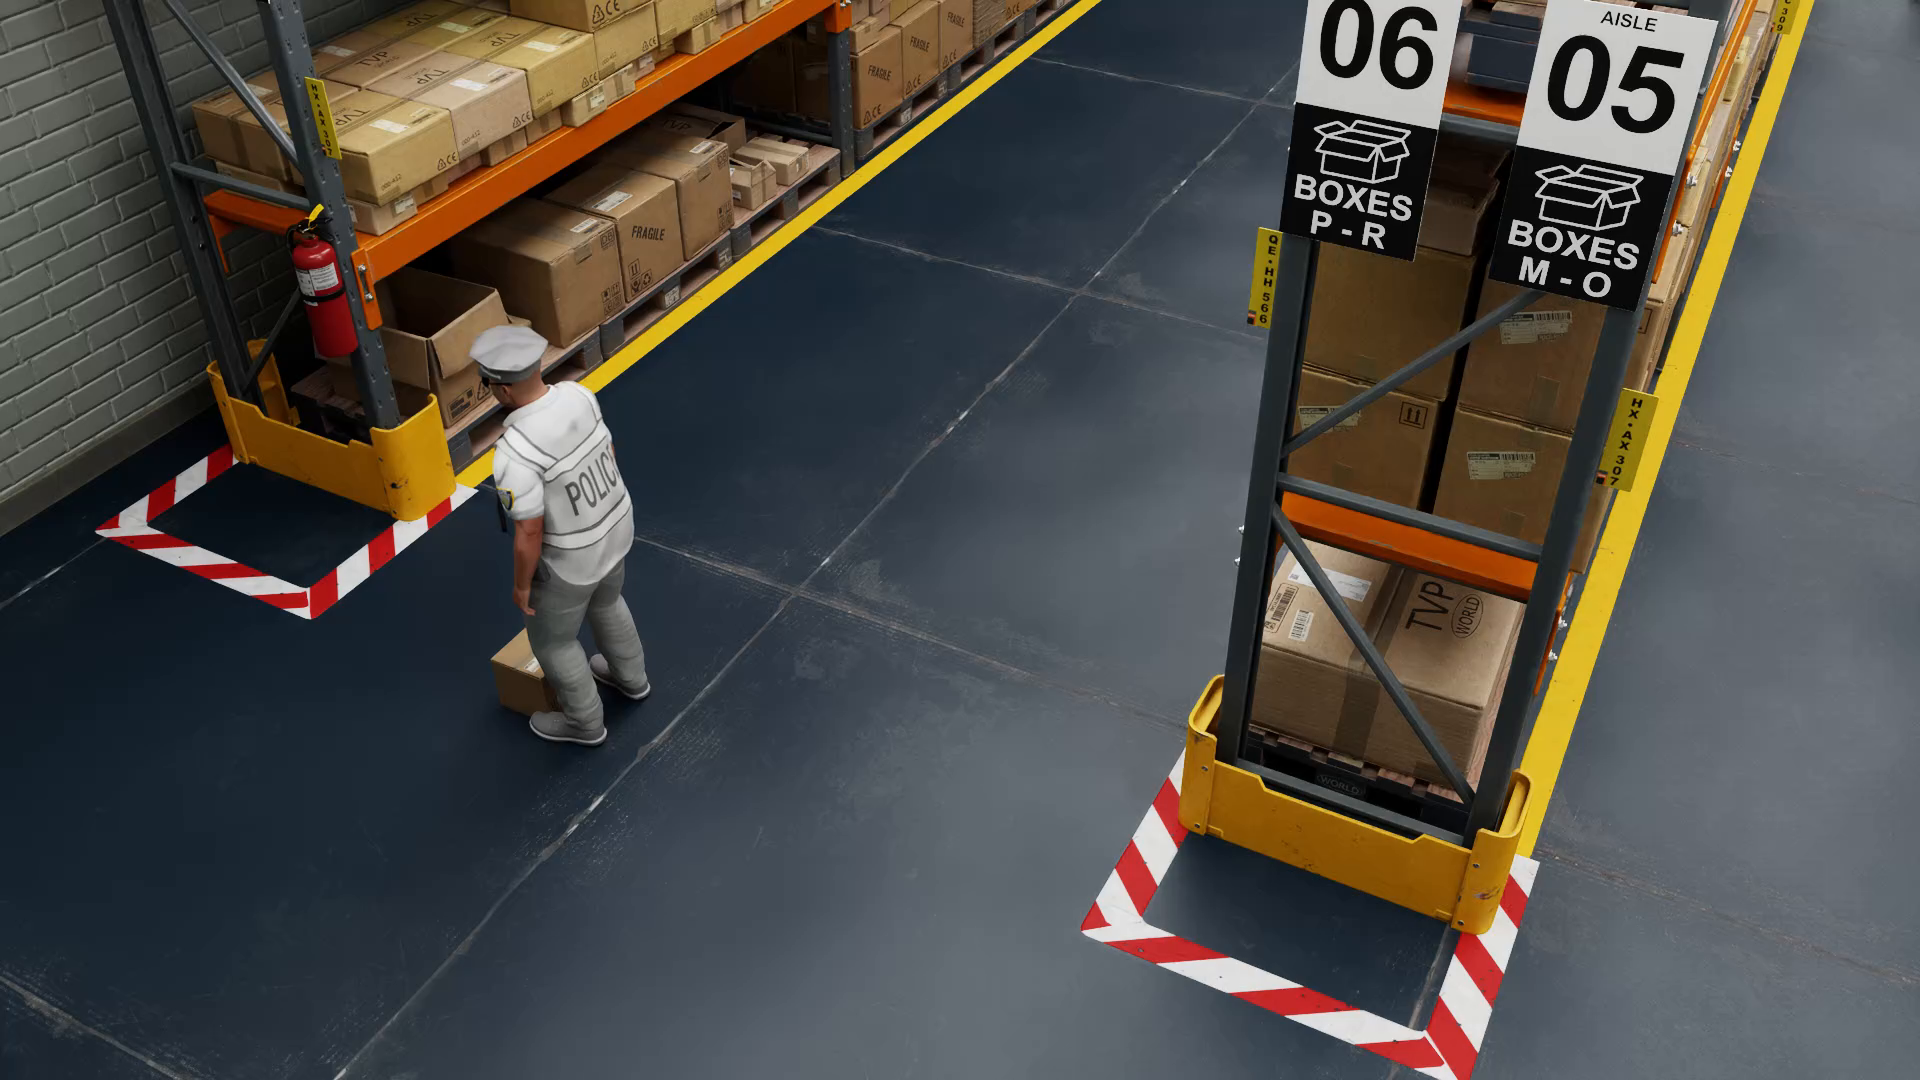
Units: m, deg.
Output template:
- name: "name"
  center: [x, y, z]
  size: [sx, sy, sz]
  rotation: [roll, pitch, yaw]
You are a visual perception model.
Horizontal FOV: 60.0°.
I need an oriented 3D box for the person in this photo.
- name: "person"
  center: [-1.442, 0.016, 6.125]
  size: [0.449, 1.747, 0.596]
  rotation: [15, 40, 19]
